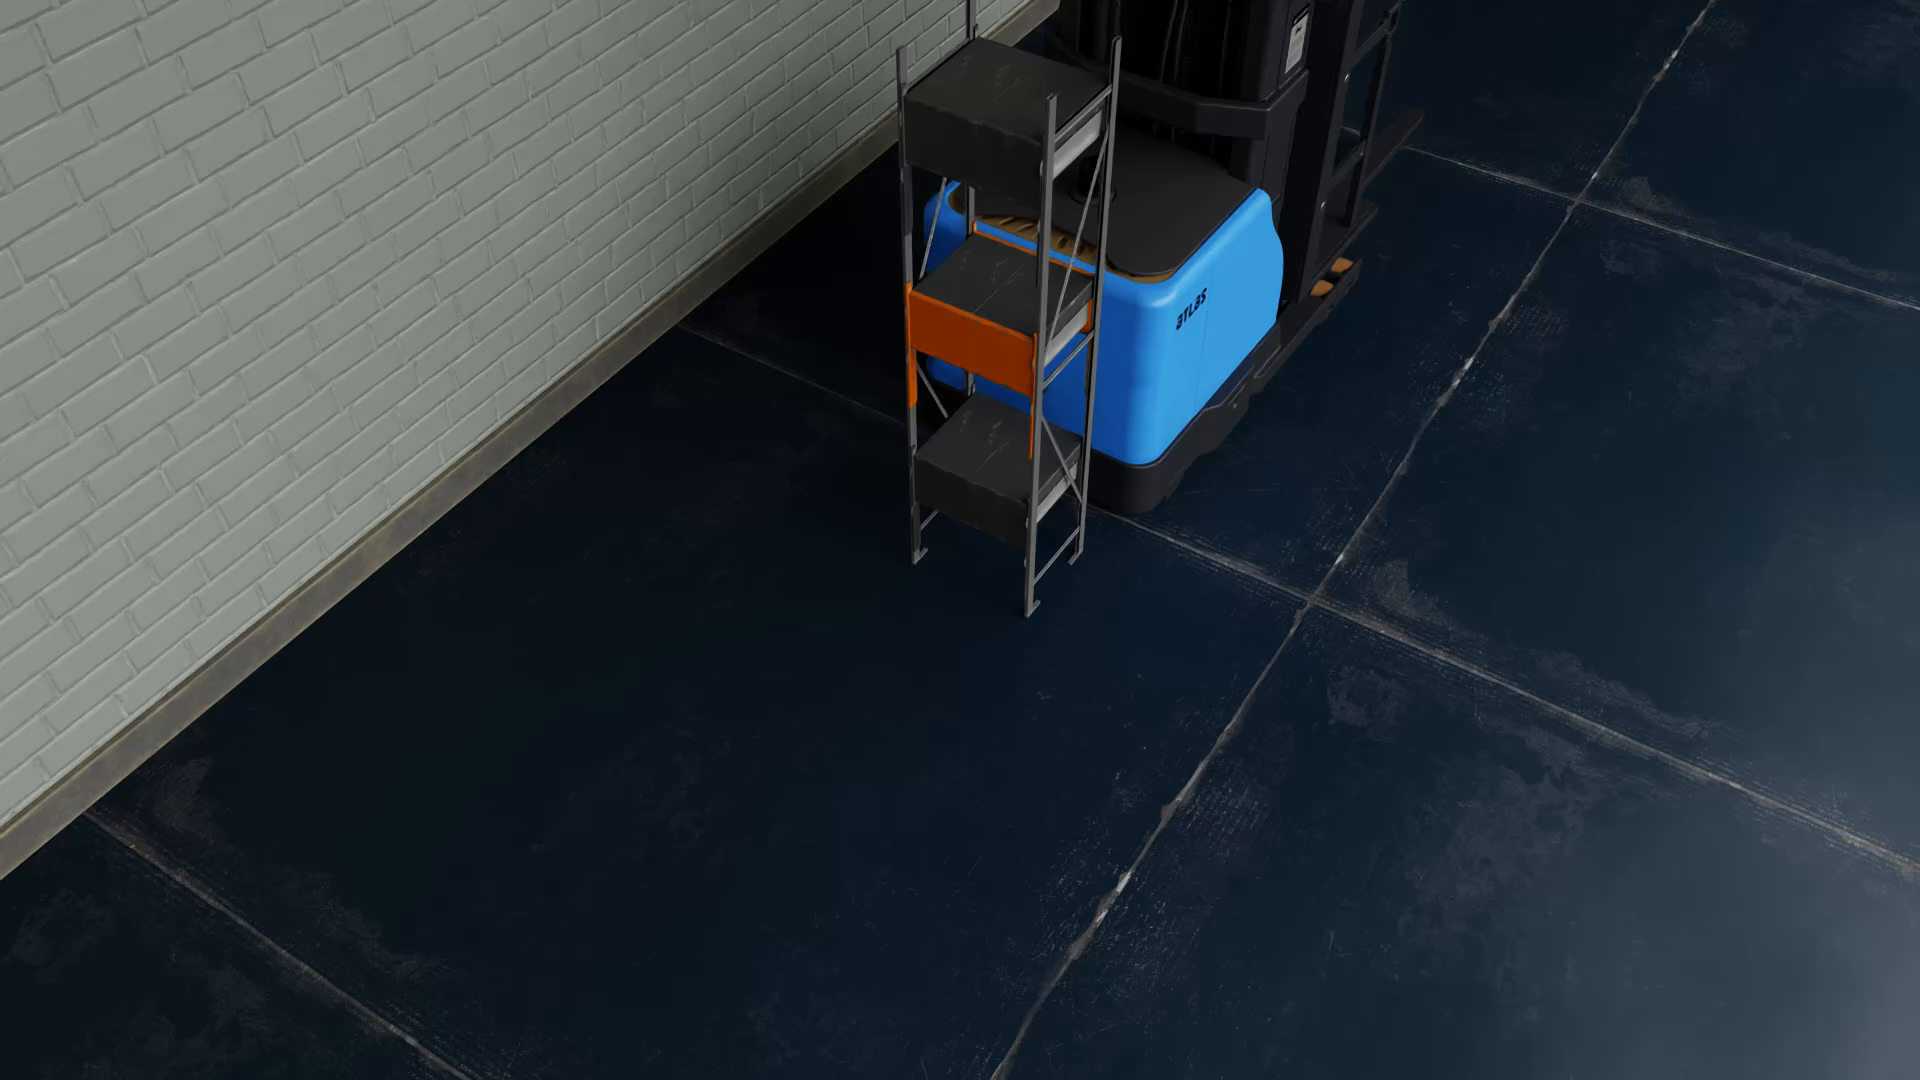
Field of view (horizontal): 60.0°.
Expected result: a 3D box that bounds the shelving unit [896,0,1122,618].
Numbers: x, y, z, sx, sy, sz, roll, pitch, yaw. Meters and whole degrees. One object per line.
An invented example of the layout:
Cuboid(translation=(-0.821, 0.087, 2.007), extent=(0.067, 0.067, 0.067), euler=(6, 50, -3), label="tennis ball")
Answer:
Cuboid(translation=(0.139, -0.668, 5.435), extent=(0.503, 2.100, 0.431), euler=(25, 51, 22), label="shelving unit")

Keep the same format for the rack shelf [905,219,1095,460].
Cuboid(translation=(0.139, -0.658, 5.444), extent=(0.480, 0.518, 0.431), euler=(25, 51, 22), label="rack shelf")

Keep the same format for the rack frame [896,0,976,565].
Cuboid(translation=(-0.066, -0.762, 5.526), extent=(0.015, 2.100, 0.400), euler=(25, 51, 22), label="rack frame")

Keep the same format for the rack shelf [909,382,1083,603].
Cuboid(translation=(0.139, -0.170, 5.946), extent=(0.480, 0.518, 0.431), euler=(25, 51, 22), label="rack shelf")

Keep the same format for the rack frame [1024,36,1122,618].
Cuboid(translation=(0.345, -0.573, 5.343), extent=(0.015, 2.100, 0.400), euler=(25, 51, 22), label="rack frame")

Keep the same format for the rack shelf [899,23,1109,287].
Cuboid(translation=(0.139, -1.146, 4.942), extent=(0.480, 0.518, 0.431), euler=(25, 51, 22), label="rack shelf")

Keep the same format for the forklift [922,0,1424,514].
Cuboid(translation=(1.092, -2.149, 6.295), extent=(1.130, 2.935, 3.031), euler=(26, 51, 23), label="forklift")
